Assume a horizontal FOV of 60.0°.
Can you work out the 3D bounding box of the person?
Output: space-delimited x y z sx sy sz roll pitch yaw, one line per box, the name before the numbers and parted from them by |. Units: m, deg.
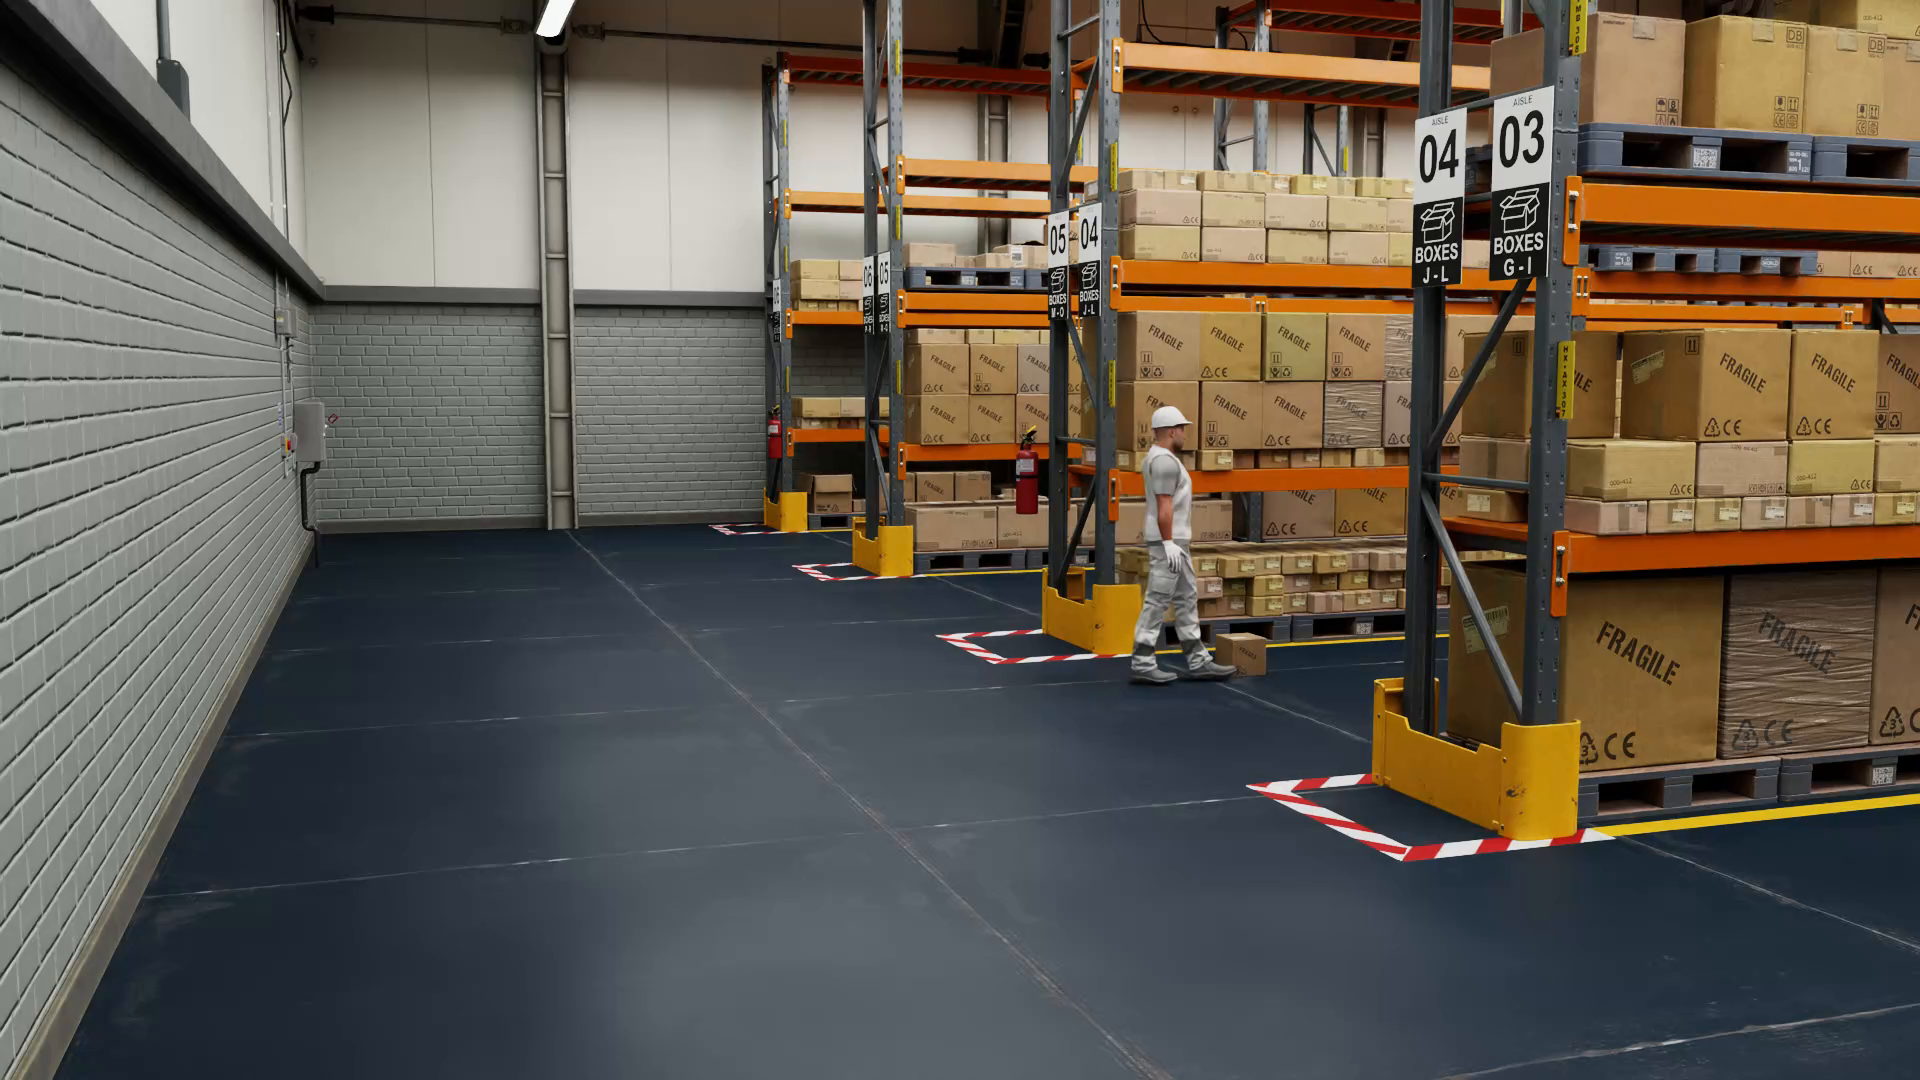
person | 1.474 0.029 10.808 0.713 1.784 0.589 0 6 -4
